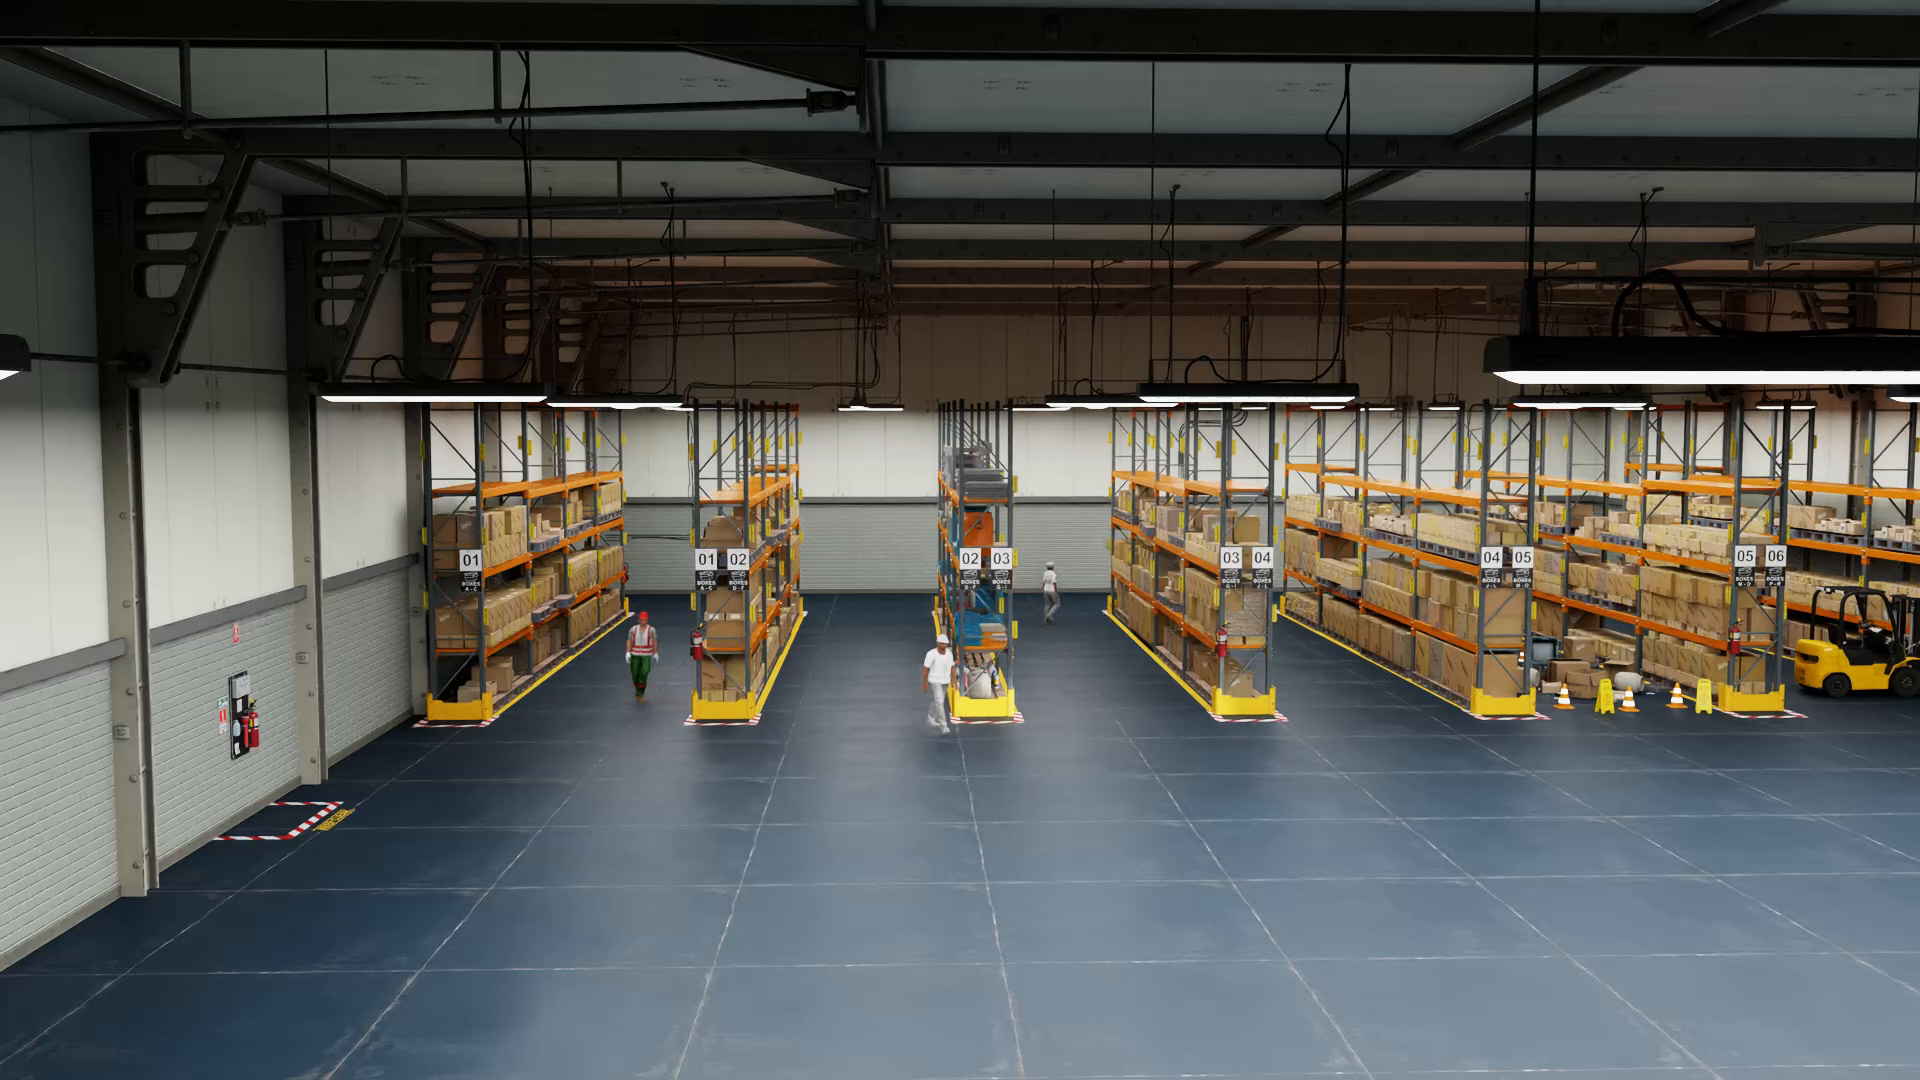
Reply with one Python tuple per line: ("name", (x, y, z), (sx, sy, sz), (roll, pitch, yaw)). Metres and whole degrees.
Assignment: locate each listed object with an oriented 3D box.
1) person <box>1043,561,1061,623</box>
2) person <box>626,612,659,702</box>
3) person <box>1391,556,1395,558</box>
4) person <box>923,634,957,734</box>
("person", (2.453, 1.431, 45.342), (0.452, 1.688, 0.478), (-4, 6, -44))
("person", (-6.361, 2.339, 33.283), (0.638, 1.815, 0.659), (-1, 4, -7))
("person", (12.531, 1.260, 48.173), (1.009, 1.557, 0.467), (2, 5, 19))
("person", (-0.331, 2.557, 30.001), (0.593, 1.718, 0.950), (-4, 6, -42))
